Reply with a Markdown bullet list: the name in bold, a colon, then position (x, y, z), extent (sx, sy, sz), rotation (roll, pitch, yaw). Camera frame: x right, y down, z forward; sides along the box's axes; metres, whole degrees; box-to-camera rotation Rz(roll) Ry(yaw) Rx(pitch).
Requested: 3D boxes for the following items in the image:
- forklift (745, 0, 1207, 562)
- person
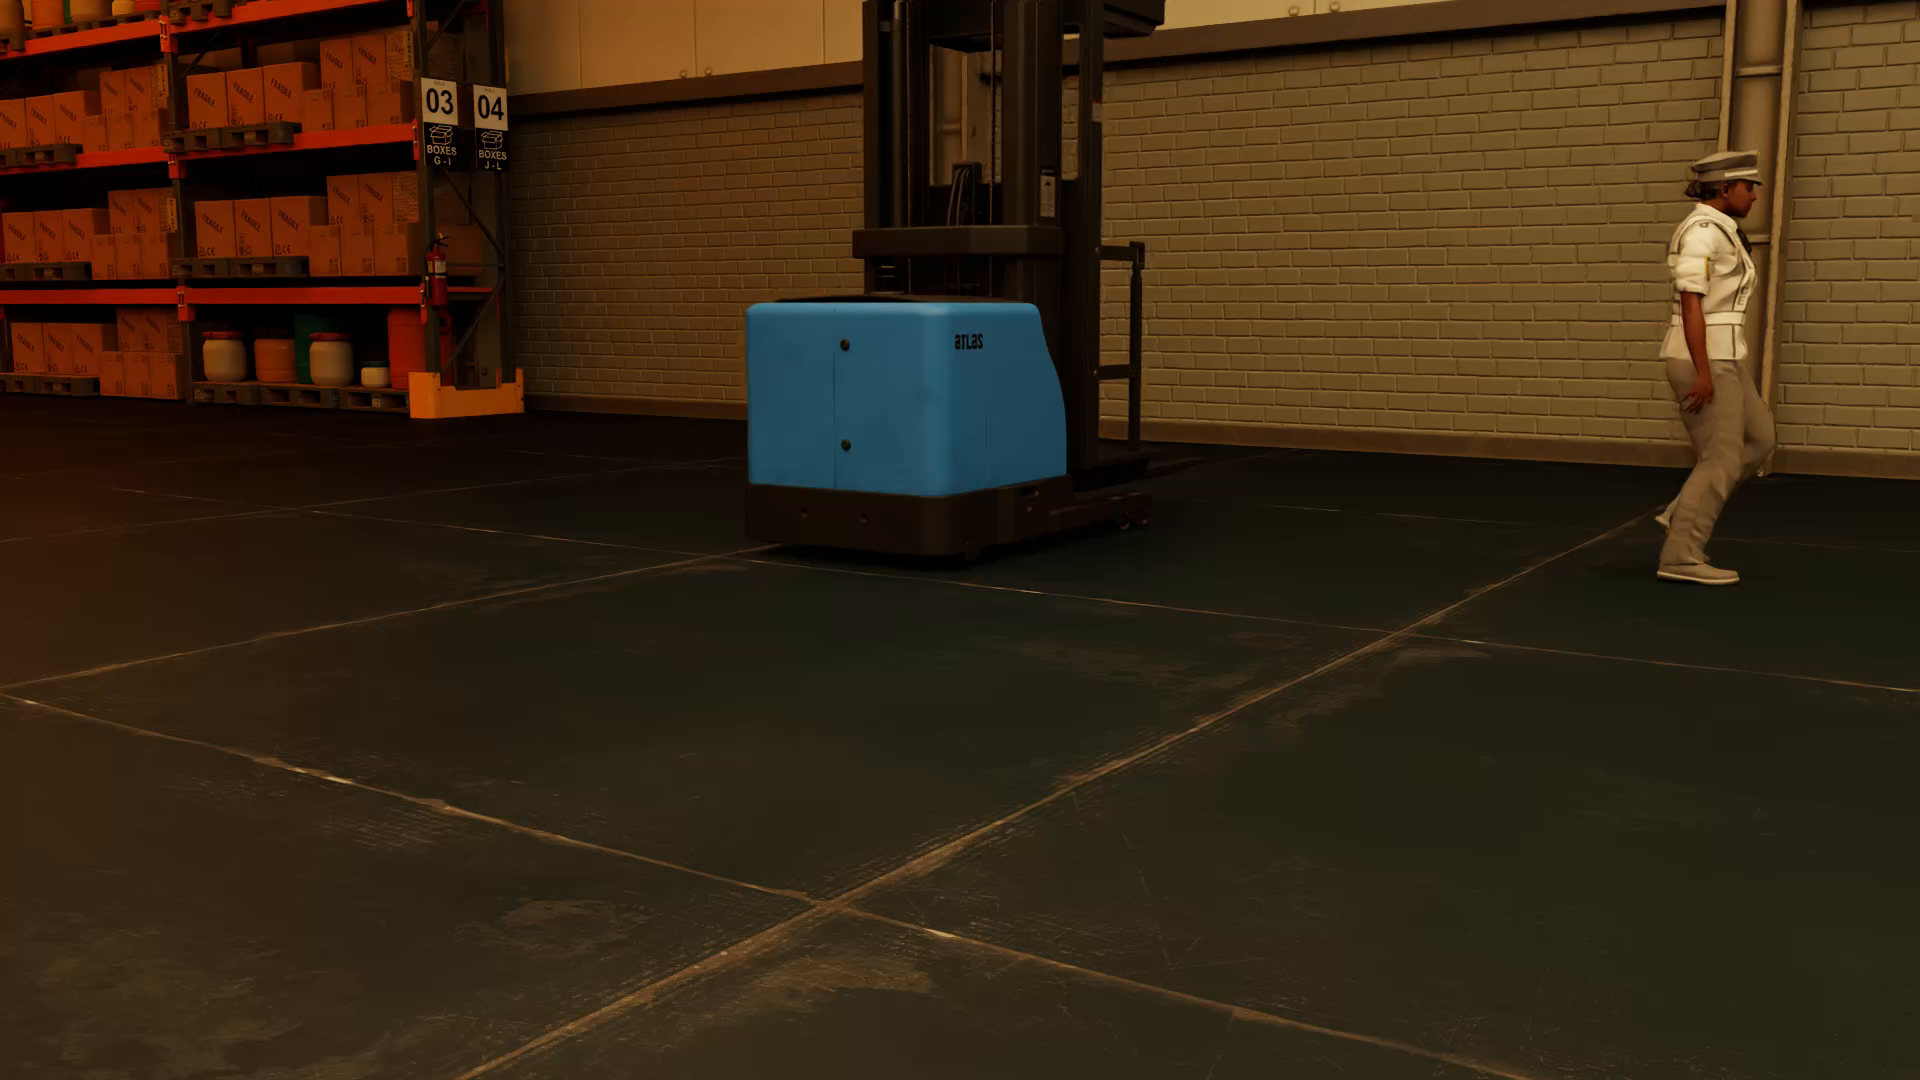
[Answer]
- **forklift**: position (0.285, -1.528, 7.940), extent (1.130, 2.935, 3.031), rotation (5, 10, 32)
- **person**: position (2.927, -0.656, 6.386), extent (0.449, 1.646, 0.595), rotation (3, 9, 20)
